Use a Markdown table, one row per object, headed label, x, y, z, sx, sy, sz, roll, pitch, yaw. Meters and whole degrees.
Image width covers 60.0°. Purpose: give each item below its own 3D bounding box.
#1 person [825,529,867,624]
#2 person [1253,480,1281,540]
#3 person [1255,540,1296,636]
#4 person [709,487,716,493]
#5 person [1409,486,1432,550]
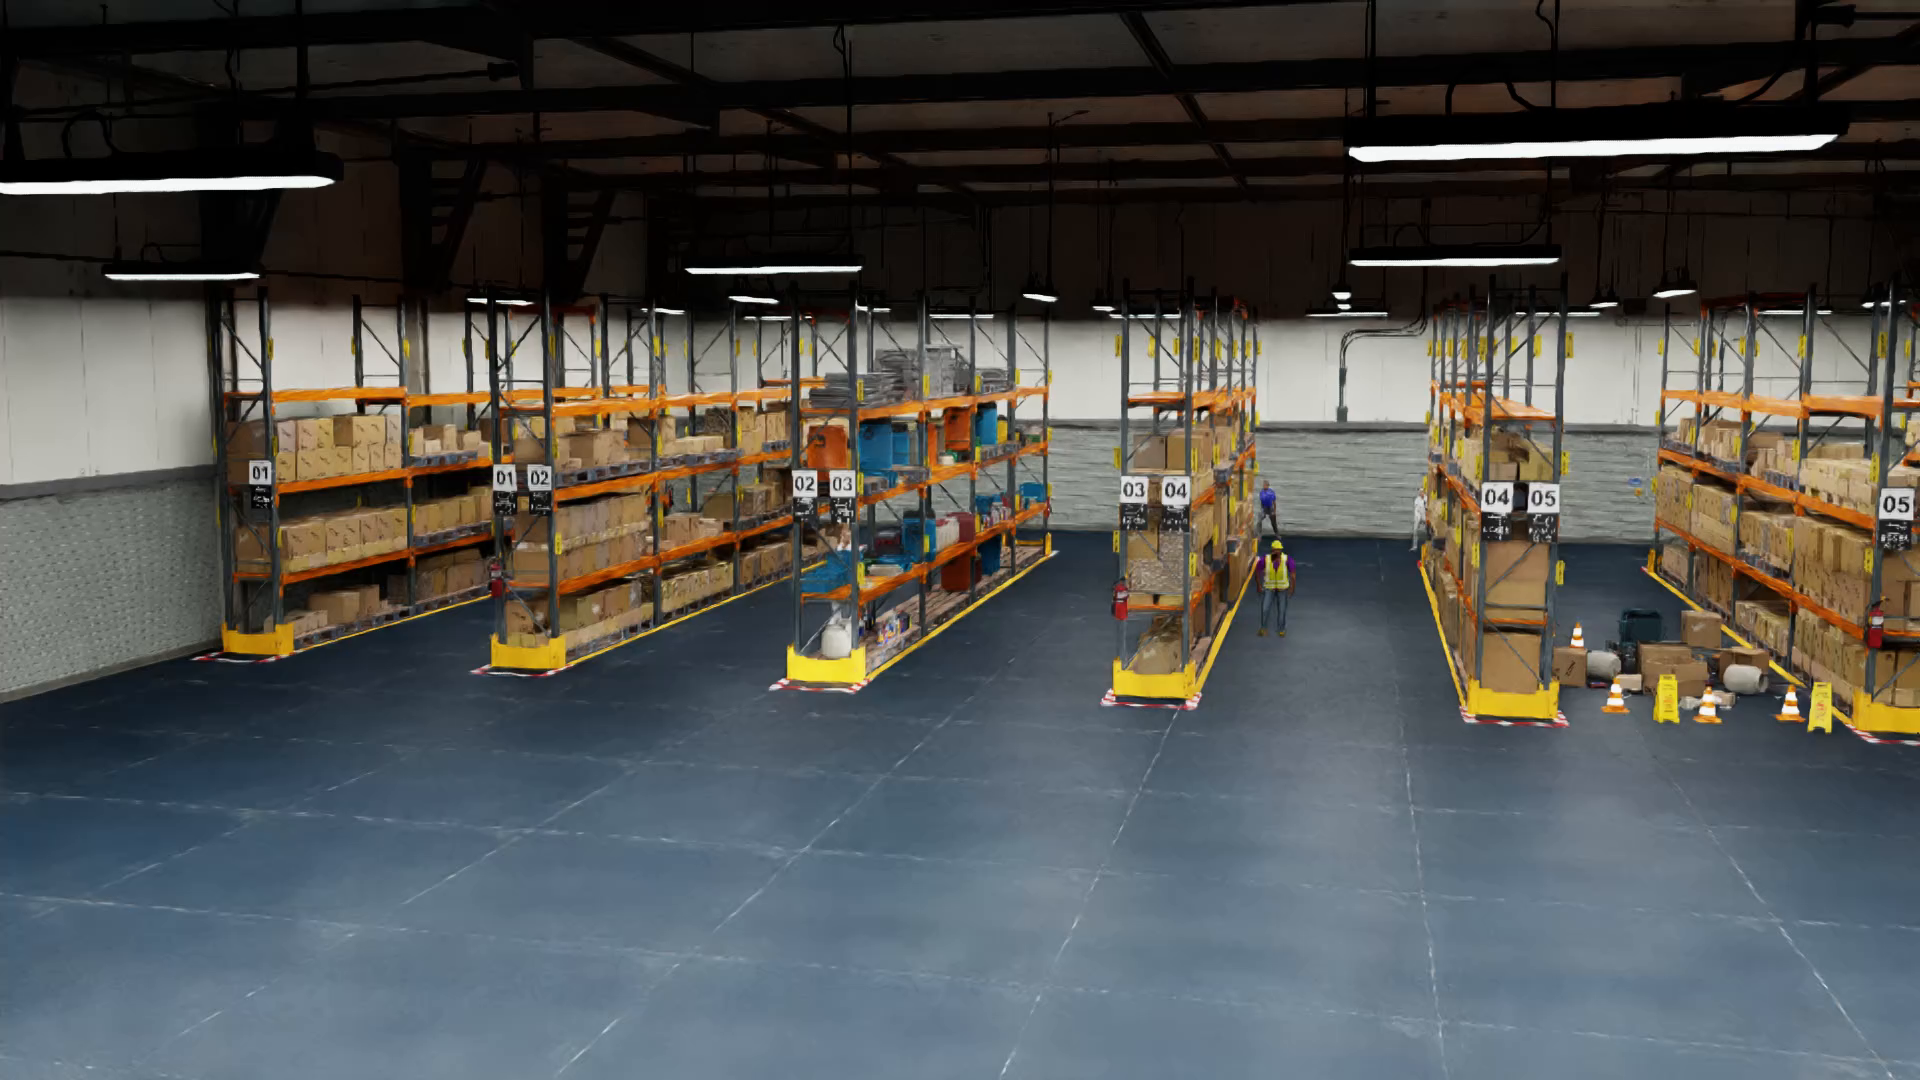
| label | x | y | z | sx | sy | sz | roll | pitch | yaw |
| --- | --- | --- | --- | --- | --- | --- | --- | --- | --- |
| person | -2.011 | 0.664 | 30.287 | 0.616 | 1.735 | 1.012 | 4 | 8 | 29 |
| person | 8.076 | -0.794 | 43.563 | 0.503 | 1.593 | 0.922 | 5 | 8 | 34 |
| person | 5.496 | 0.833 | 29.003 | 0.719 | 1.714 | 0.578 | 1 | 7 | 11 |
| person | -6.004 | -0.475 | 40.489 | 0.543 | 1.648 | 1.115 | 2 | 7 | 15 |
| person | 11.538 | -0.552 | 41.356 | 0.517 | 1.613 | 0.938 | 4 | 8 | 33 |
